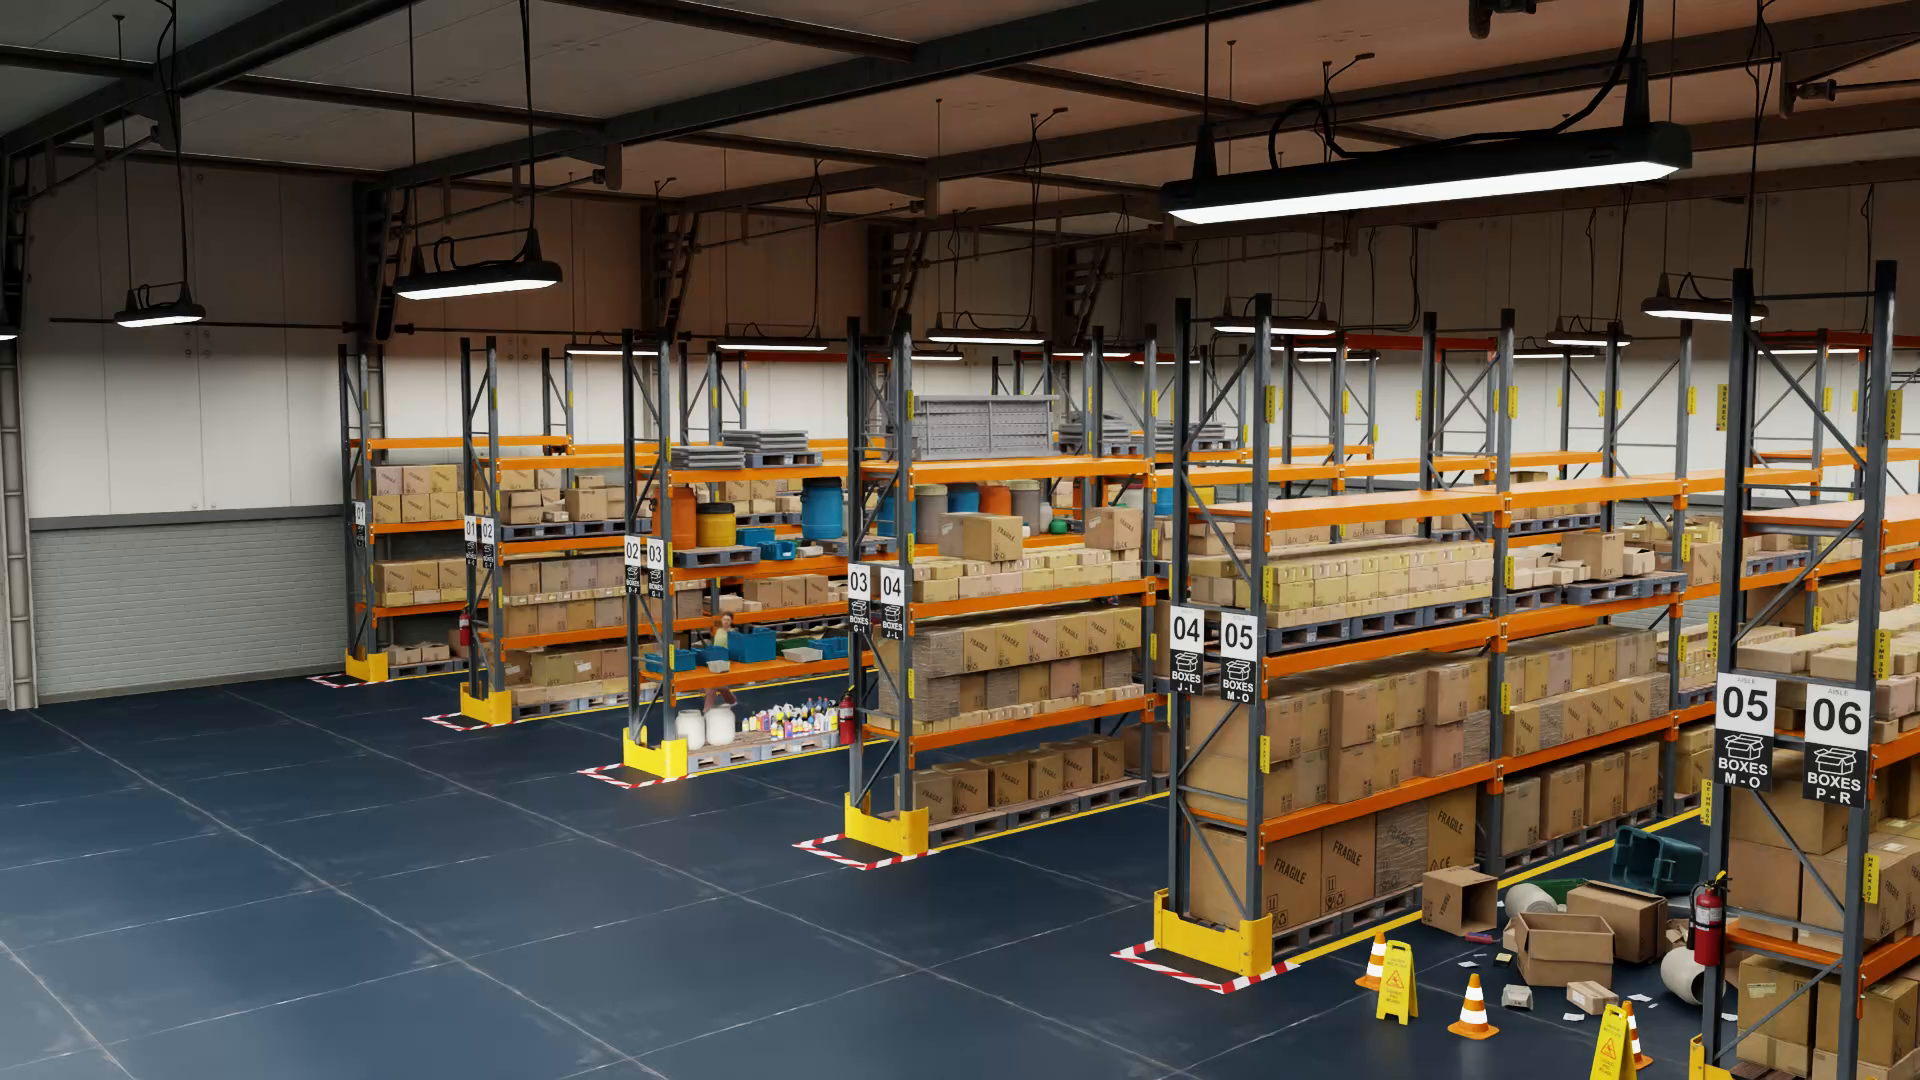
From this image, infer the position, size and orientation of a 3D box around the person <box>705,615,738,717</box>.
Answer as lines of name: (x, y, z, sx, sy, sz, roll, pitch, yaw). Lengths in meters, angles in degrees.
person: (-3.673, 2.001, 25.575, 0.467, 1.647, 0.772, 2, 5, 19)
